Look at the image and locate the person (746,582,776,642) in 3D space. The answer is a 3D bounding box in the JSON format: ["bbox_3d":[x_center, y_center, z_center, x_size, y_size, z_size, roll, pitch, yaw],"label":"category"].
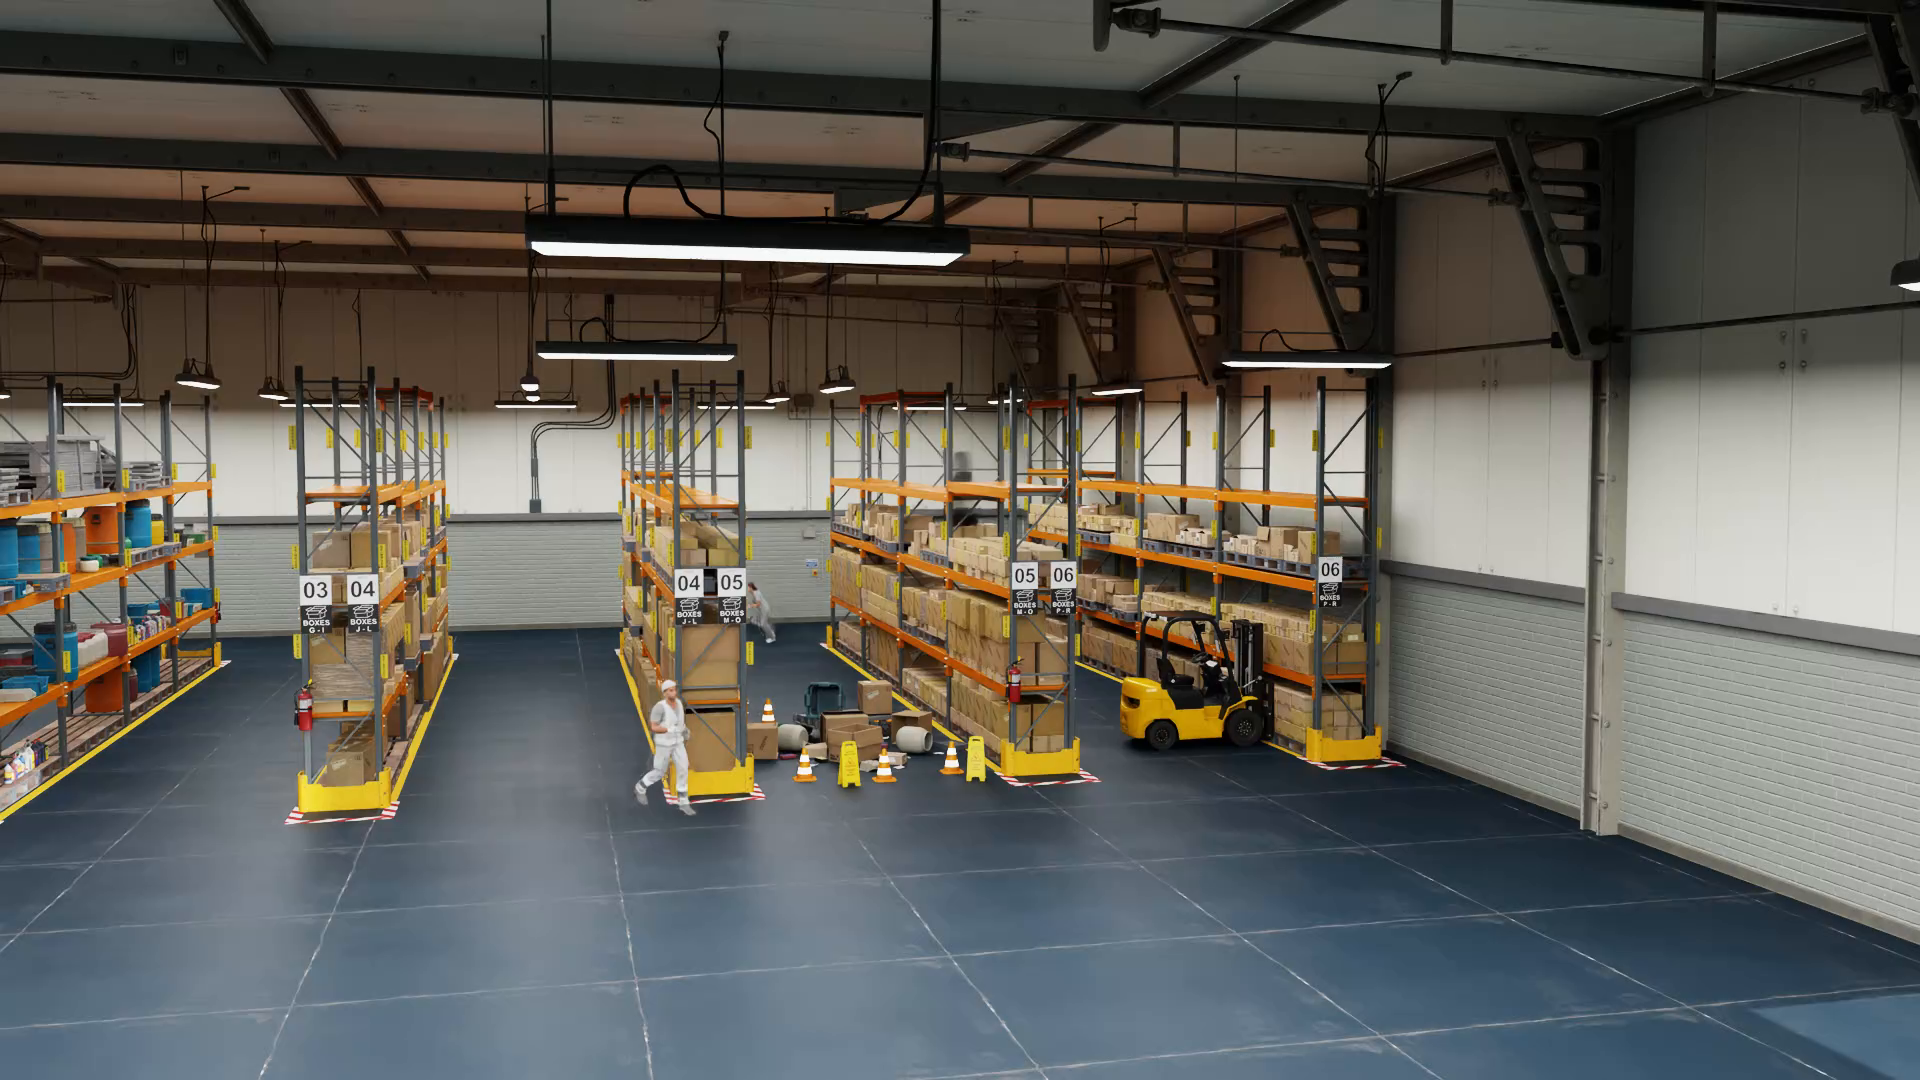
[{"bbox_3d":[-4.992,1.787,41.363,0.824,1.504,0.590,-1,4,-24],"label":"person"}]

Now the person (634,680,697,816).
[{"bbox_3d":[-3.939,2.767,22.372,1.002,1.799,0.671,3,4,39],"label":"person"}]
